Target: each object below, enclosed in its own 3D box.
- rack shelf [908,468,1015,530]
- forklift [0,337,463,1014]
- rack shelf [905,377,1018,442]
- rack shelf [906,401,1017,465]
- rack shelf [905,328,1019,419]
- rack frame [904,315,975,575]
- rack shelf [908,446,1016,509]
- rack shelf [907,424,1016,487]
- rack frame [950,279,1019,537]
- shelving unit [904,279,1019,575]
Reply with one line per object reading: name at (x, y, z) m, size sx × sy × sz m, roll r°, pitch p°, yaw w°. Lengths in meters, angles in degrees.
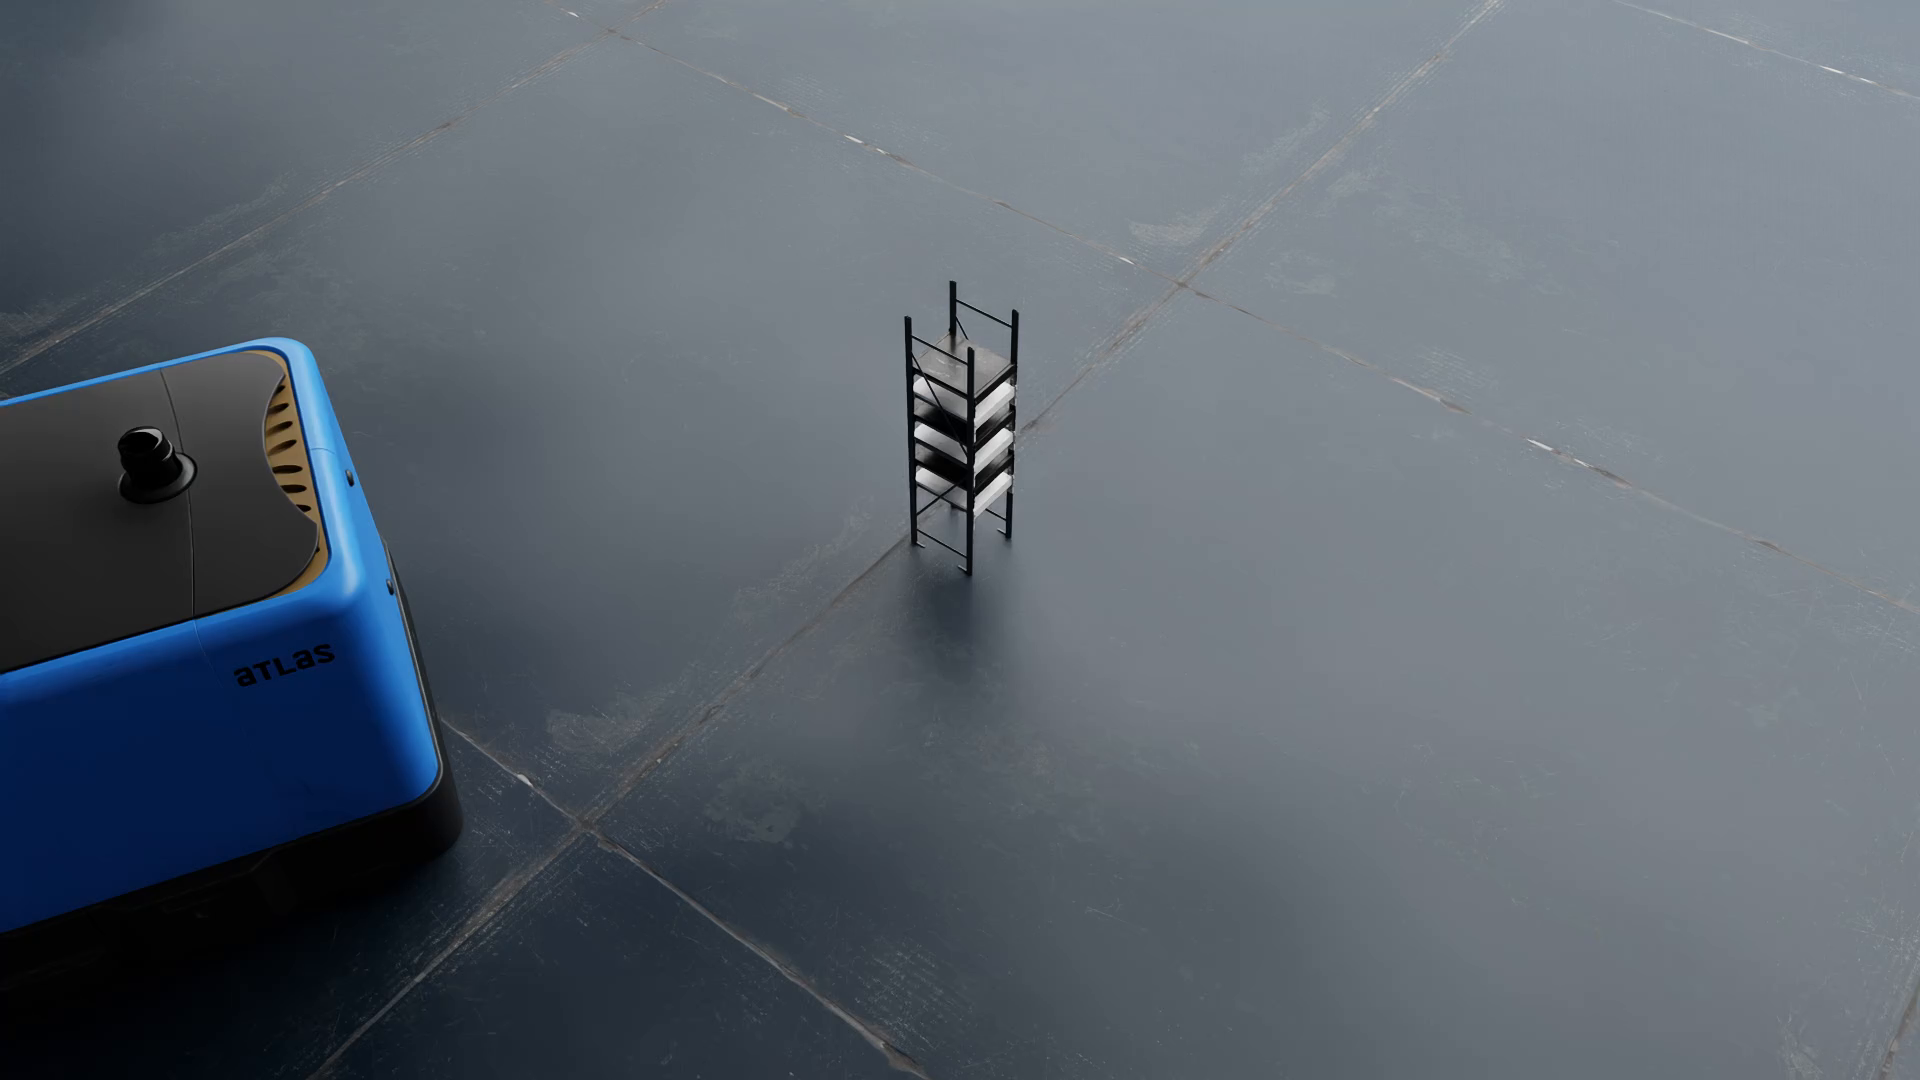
rack shelf at (0.005, -0.168, 5.083) m, size 0.258 × 0.077 × 0.200 m, roll 29°, pitch 53°, yaw 25°
forklift at (-2.888, -0.078, 3.298) m, size 3.031 × 2.935 × 1.130 m, roll -17°, pitch 49°, yaw -16°
rack shelf at (0.005, -0.417, 4.823) m, size 0.258 × 0.077 × 0.200 m, roll 29°, pitch 53°, yaw 25°
rack shelf at (0.005, -0.355, 4.888) m, size 0.258 × 0.077 × 0.200 m, roll 29°, pitch 53°, yaw 25°
rack shelf at (0.005, -0.479, 4.758) m, size 0.258 × 0.077 × 0.200 m, roll 29°, pitch 53°, yaw 25°
rack frame at (-0.057, -0.257, 4.873) m, size 0.240 × 0.900 × 0.006 m, roll 29°, pitch 53°, yaw 25°
rack shelf at (0.005, -0.230, 5.018) m, size 0.258 × 0.077 × 0.200 m, roll 29°, pitch 53°, yaw 25°
rack shelf at (0.005, -0.292, 4.953) m, size 0.258 × 0.077 × 0.200 m, roll 29°, pitch 53°, yaw 25°
rack frame at (0.067, -0.374, 4.985) m, size 0.240 × 0.900 × 0.006 m, roll 29°, pitch 53°, yaw 25°
shelving unit at (0.005, -0.315, 4.929) m, size 0.258 × 0.900 × 0.210 m, roll 29°, pitch 53°, yaw 25°
